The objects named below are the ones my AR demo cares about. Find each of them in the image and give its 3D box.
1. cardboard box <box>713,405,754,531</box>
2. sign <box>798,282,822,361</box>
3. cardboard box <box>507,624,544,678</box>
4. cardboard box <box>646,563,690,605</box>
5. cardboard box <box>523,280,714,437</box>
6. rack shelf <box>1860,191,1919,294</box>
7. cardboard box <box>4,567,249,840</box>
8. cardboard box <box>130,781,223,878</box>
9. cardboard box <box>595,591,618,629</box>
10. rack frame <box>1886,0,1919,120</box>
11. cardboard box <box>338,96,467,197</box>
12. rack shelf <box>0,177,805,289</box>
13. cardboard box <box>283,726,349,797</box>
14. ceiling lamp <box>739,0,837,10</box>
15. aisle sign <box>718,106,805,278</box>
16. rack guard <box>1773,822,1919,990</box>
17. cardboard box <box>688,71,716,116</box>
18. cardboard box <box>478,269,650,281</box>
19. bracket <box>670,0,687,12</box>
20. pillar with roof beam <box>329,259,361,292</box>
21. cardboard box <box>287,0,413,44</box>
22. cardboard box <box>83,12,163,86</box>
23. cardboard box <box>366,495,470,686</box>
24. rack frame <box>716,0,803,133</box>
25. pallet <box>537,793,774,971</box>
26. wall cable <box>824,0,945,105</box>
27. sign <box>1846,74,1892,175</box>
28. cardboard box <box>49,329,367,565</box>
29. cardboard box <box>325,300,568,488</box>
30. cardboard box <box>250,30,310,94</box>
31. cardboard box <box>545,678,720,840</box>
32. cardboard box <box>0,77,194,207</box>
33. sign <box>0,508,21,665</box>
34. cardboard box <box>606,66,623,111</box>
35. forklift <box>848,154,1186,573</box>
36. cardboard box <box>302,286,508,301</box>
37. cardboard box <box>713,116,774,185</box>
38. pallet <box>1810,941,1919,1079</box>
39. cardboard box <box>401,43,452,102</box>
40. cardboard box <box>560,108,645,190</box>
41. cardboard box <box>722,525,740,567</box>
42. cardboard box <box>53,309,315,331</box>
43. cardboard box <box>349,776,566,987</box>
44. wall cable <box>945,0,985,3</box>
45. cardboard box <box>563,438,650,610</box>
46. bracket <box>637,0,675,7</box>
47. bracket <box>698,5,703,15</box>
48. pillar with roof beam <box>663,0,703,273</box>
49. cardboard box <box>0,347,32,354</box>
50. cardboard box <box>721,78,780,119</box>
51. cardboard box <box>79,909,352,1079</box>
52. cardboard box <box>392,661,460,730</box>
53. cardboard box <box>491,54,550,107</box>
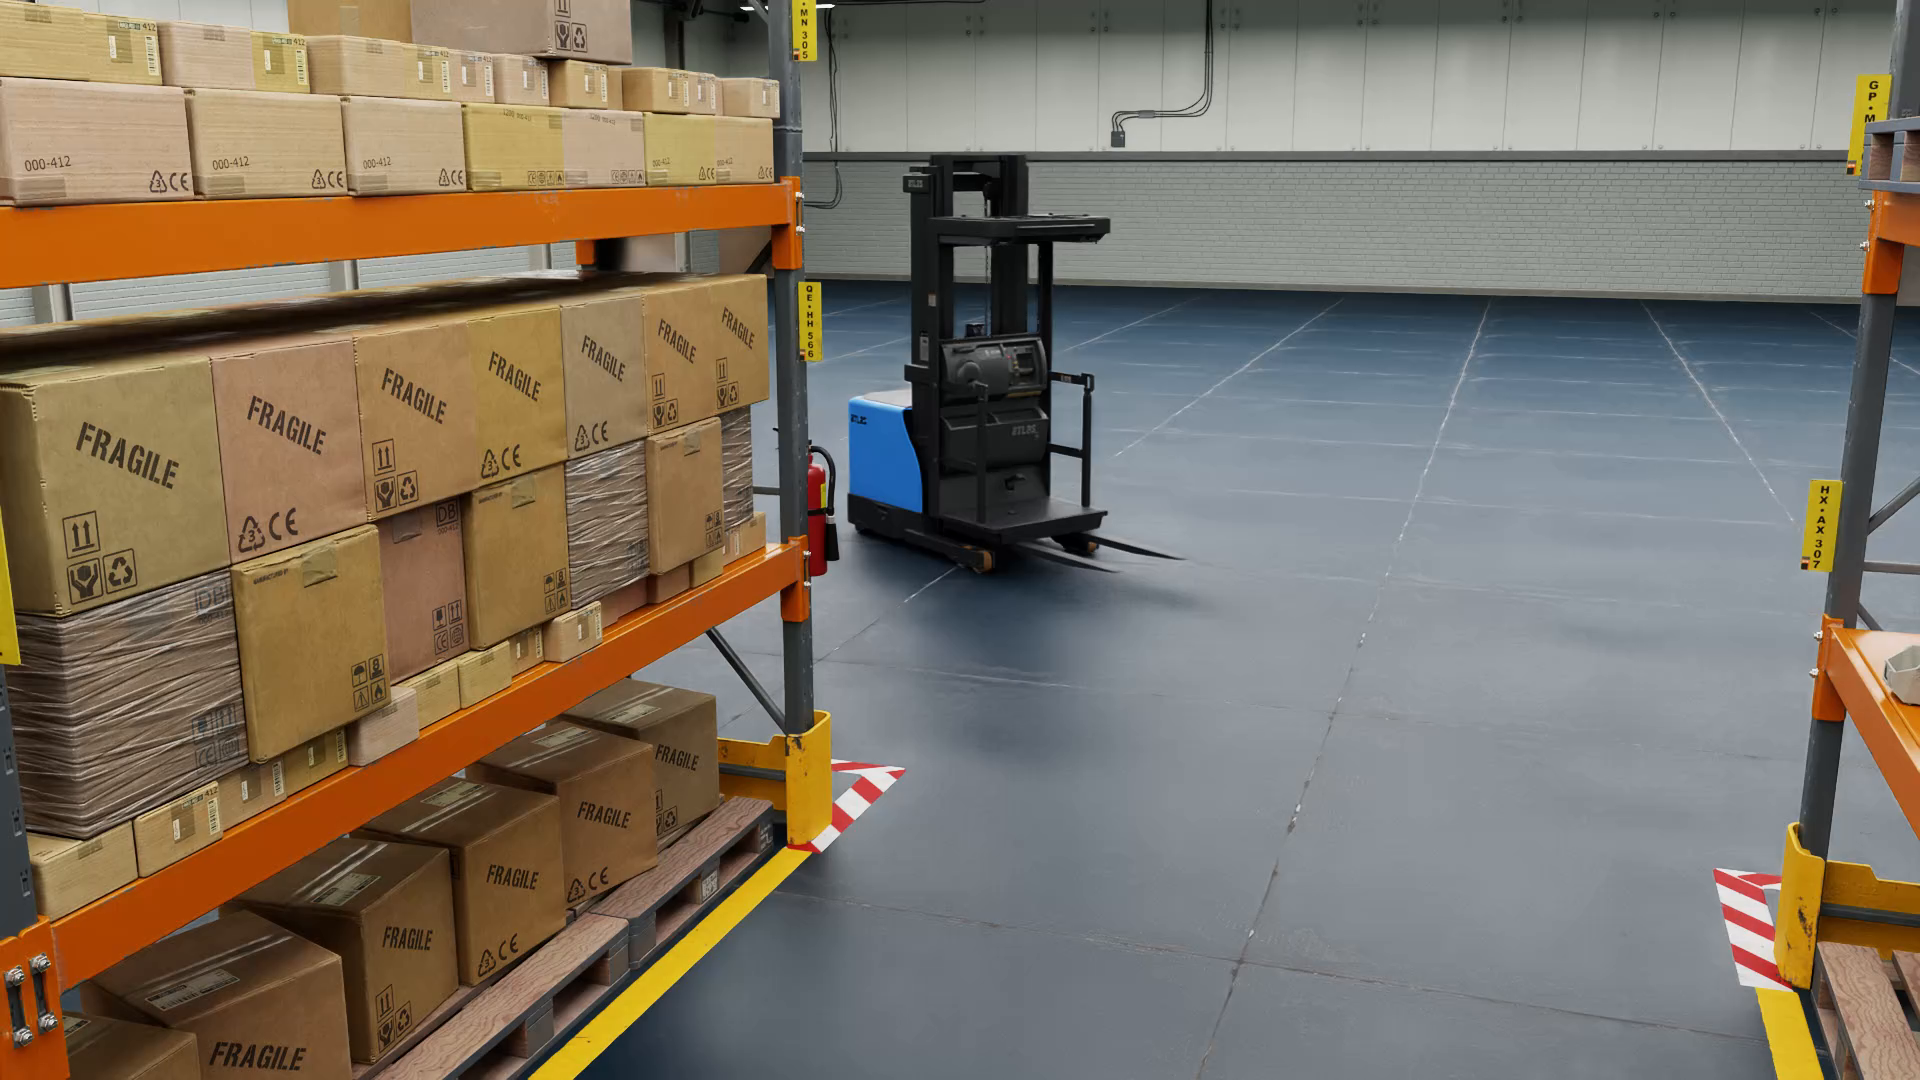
[{"bbox_3d":[-1.343,-0.311,6.718,0.875,0.500,0.500,4,14,18],"label":"cardboard box"},{"bbox_3d":[-0.621,-0.906,6.903,0.100,0.325,0.005,4,14,18],"label":"sign"},{"bbox_3d":[-1.569,0.337,5.335,0.380,0.149,0.250,4,14,18],"label":"cardboard box"},{"bbox_3d":[-1.246,0.126,6.257,0.380,0.149,0.250,4,14,18],"label":"cardboard box"},{"bbox_3d":[-1.240,-0.673,6.057,0.500,0.500,0.500,4,14,18],"label":"cardboard box"},{"bbox_3d":[2.900,-0.565,3.599,1.077,0.370,4.000,4,14,18],"label":"rack shelf"},{"bbox_3d":[-2.230,0.327,3.922,0.875,0.500,0.500,4,14,18],"label":"cardboard box"},{"bbox_3d":[-1.986,0.658,3.929,0.380,0.149,0.250,4,14,18],"label":"cardboard box"},{"bbox_3d":[-1.425,0.230,5.802,0.380,0.149,0.250,4,14,18],"label":"cardboard box"},{"bbox_3d":[3.547,-2.800,5.031,1.000,3.000,0.127,4,14,18],"label":"rack frame"},{"bbox_3d":[-1.709,-1.070,4.532,0.500,0.250,0.500,4,13,16],"label":"cardboard box"},{"bbox_3d":[-1.787,-0.922,5.162,1.077,0.370,4.000,4,14,18],"label":"rack shelf"},{"bbox_3d":[-1.860,0.550,4.401,0.380,0.149,0.250,4,14,18],"label":"cardboard box"},{"bbox_3d":[-3.342,-12.151,32.886,2.000,3.185,0.800,4,14,18],"label":"ceiling lamp"},{"bbox_3d":[-0.836,-1.490,6.934,0.394,0.787,0.004,4,14,18],"label":"aisle sign"},{"bbox_3d":[3.567,1.363,5.891,1.175,0.500,0.348,4,14,18],"label":"rack guard"},{"bbox_3d":[-1.114,-1.622,6.054,0.380,0.149,0.250,4,13,16],"label":"cardboard box"},{"bbox_3d":[-1.575,-0.816,6.684,0.500,0.500,0.500,4,14,18],"label":"cardboard box"},{"bbox_3d":[-6.384,-12.103,37.703,0.235,0.232,0.430,4,14,18],"label":"bracket"},{"bbox_3d":[-6.395,-7.624,26.170,9.100,9.000,0.400,4,14,18],"label":"pillar with roof beam"},{"bbox_3d":[-1.875,-1.838,5.543,0.500,0.500,0.500,4,14,18],"label":"cardboard box"},{"bbox_3d":[-2.015,-1.080,3.679,0.380,0.149,0.250,4,13,16],"label":"cardboard box"},{"bbox_3d":[-1.968,0.112,4.865,0.875,0.500,0.500,4,14,18],"label":"cardboard box"},{"bbox_3d":[-1.140,-3.156,6.593,1.000,3.000,0.127,4,14,18],"label":"rack frame"},{"bbox_3d":[-1.460,1.313,6.762,1.003,0.211,1.213,4,14,18],"label":"pallet"},{"bbox_3d":[-1.822,-11.740,39.829,3.097,2.526,0.112,4,14,18],"label":"wall cable"},{"bbox_3d":[3.028,-1.382,5.541,0.100,0.325,0.005,4,14,18],"label":"sign"},{"bbox_3d":[-1.887,-0.252,4.212,0.500,0.500,0.500,4,14,18],"label":"cardboard box"},{"bbox_3d":[-1.574,-0.464,5.138,0.500,0.500,0.500,4,14,18],"label":"cardboard box"},{"bbox_3d":[-1.869,-1.190,4.163,0.380,0.149,0.250,5,14,20],"label":"cardboard box"},{"bbox_3d":[-1.357,0.913,6.921,0.500,0.500,0.500,7,15,29],"label":"cardboard box"},{"bbox_3d":[-2.046,-0.855,3.588,0.500,0.250,0.500,4,13,16],"label":"cardboard box"},{"bbox_3d":[-1.907,0.086,3.270,0.100,0.325,0.005,4,14,18],"label":"sign"},{"bbox_3d":[-1.371,-1.525,5.626,0.380,0.149,0.250,5,14,19],"label":"cardboard box"},{"bbox_3d":[0.388,-1.314,12.157,1.130,2.935,3.031,-9,16,-36],"label":"forklift"},{"bbox_3d":[-1.904,-0.606,5.763,0.500,0.500,0.500,4,14,18],"label":"cardboard box"},{"bbox_3d":[-1.055,-1.501,6.419,0.500,0.250,0.500,5,14,20],"label":"cardboard box"},{"bbox_3d":[3.299,1.675,5.176,1.003,0.211,1.213,4,14,18],"label":"pallet"},{"bbox_3d":[-1.651,-1.296,4.627,0.380,0.149,0.250,4,13,17],"label":"cardboard box"},{"bbox_3d":[-1.388,-1.288,5.487,0.500,0.250,0.500,5,14,20],"label":"cardboard box"},{"bbox_3d":[-1.118,0.019,6.730,0.380,0.149,0.250,4,14,18],"label":"cardboard box"},{"bbox_3d":[-2.225,-0.396,4.840,0.500,0.500,0.500,4,14,18],"label":"cardboard box"},{"bbox_3d":[-1.739,1.172,5.787,0.500,0.500,0.500,6,14,24],"label":"cardboard box"},{"bbox_3d":[1.107,-13.734,38.346,3.097,2.526,0.112,4,14,18],"label":"wall cable"},{"bbox_3d":[-1.594,-0.095,5.771,0.875,0.500,0.500,4,14,18],"label":"cardboard box"},{"bbox_3d":[-7.218,-11.560,35.326,0.076,0.066,4.783,4,14,18],"label":"bracket"},{"bbox_3d":[-6.116,-12.278,38.468,0.235,0.232,0.430,4,14,18],"label":"bracket"},{"bbox_3d":[-2.512,-10.151,37.240,9.100,9.000,0.548,4,14,18],"label":"pillar with roof beam"},{"bbox_3d":[-2.549,-0.185,3.917,0.500,0.500,0.500,4,14,18],"label":"cardboard box"},{"bbox_3d":[-0.934,-1.734,6.545,0.380,0.149,0.250,4,14,18],"label":"cardboard box"},{"bbox_3d":[-2.088,1.422,4.689,0.500,0.500,0.500,10,16,36],"label":"cardboard box"},{"bbox_3d":[-1.698,0.445,4.863,0.380,0.149,0.250,4,14,18],"label":"cardboard box"},{"bbox_3d":[-1.495,-1.406,5.108,0.380,0.149,0.250,4,13,16],"label":"cardboard box"}]
